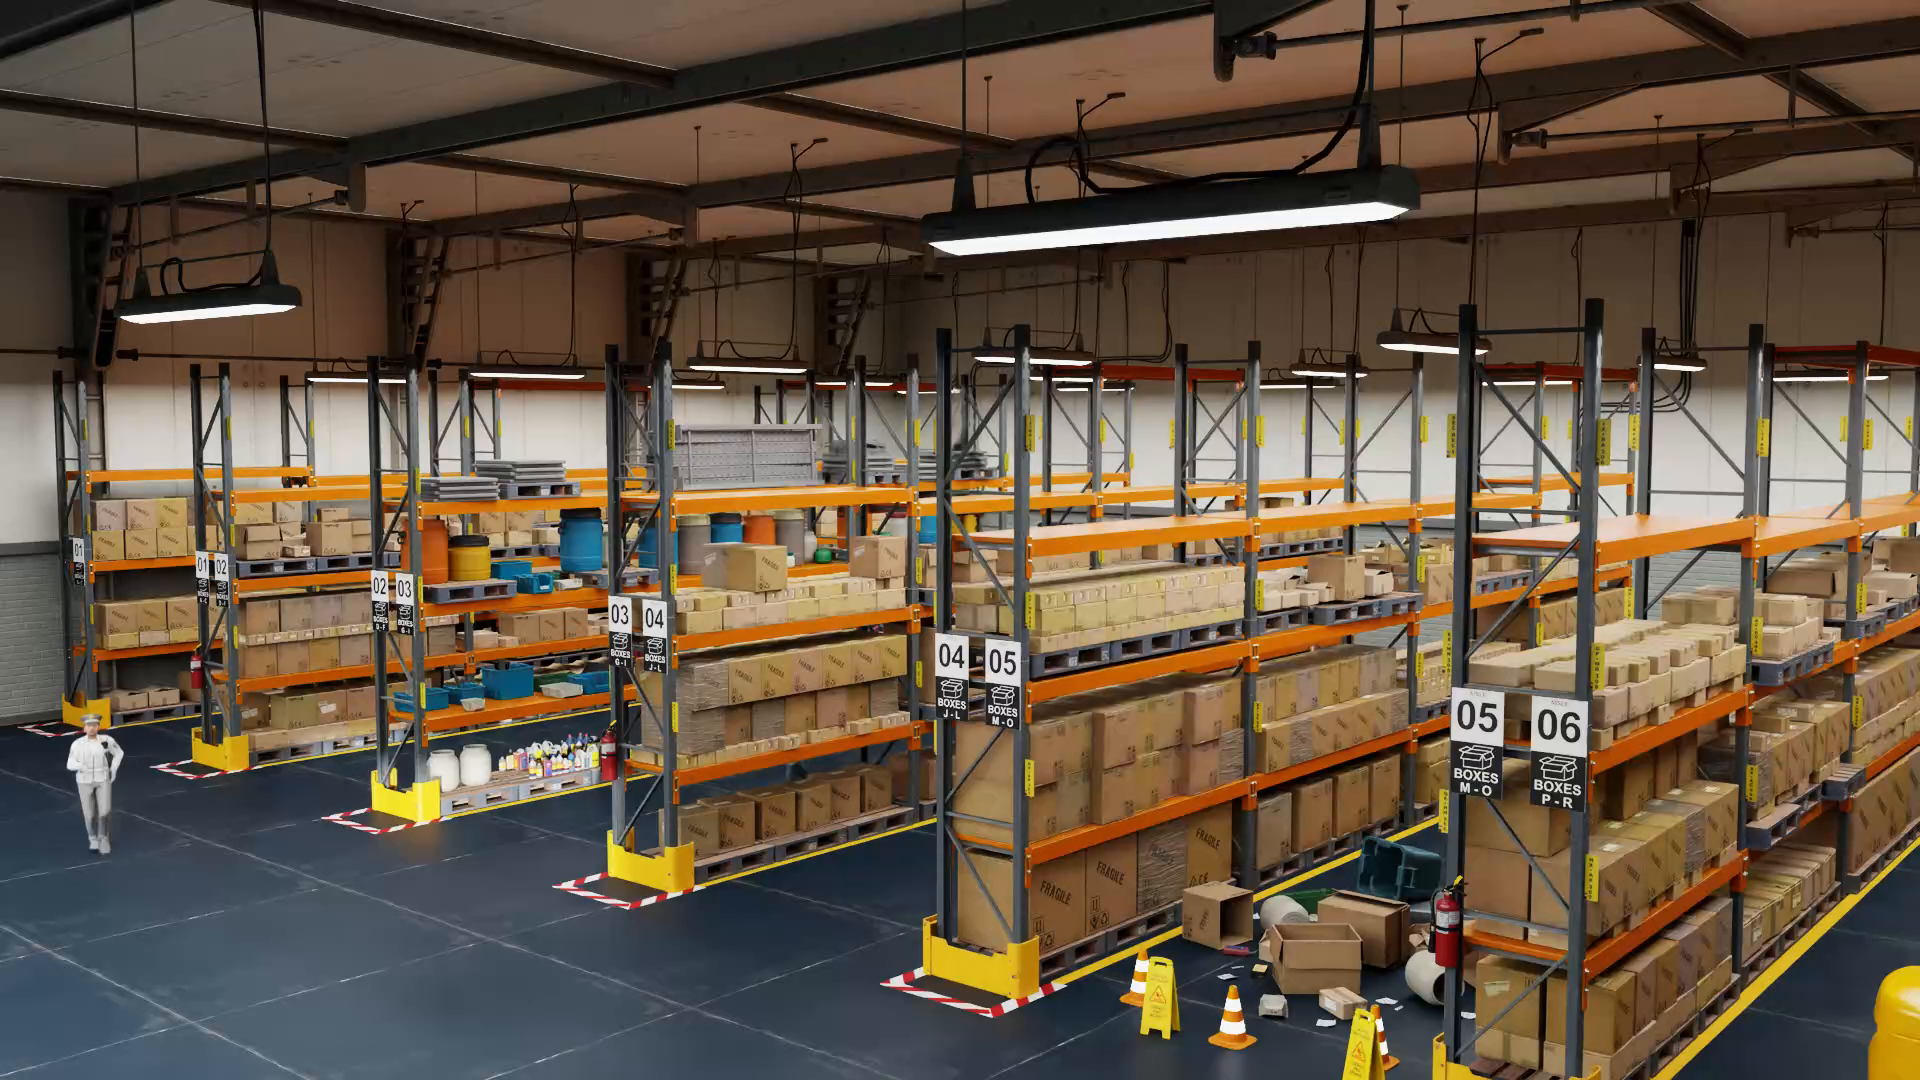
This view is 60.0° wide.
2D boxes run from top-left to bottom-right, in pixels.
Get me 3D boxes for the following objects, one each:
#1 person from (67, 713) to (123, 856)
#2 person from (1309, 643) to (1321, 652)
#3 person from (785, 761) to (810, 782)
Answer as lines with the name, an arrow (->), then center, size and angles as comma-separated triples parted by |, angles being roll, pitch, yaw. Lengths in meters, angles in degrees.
person -> -10.254, 2.909, 19.732 | 0.594, 1.699, 0.638 | -2, 5, -25
person -> 5.623, 2.455, 26.539 | 0.503, 1.620, 0.691 | 2, 5, 29
person -> -2.251, 2.642, 22.345 | 0.684, 1.771, 0.962 | 3, 5, 33
